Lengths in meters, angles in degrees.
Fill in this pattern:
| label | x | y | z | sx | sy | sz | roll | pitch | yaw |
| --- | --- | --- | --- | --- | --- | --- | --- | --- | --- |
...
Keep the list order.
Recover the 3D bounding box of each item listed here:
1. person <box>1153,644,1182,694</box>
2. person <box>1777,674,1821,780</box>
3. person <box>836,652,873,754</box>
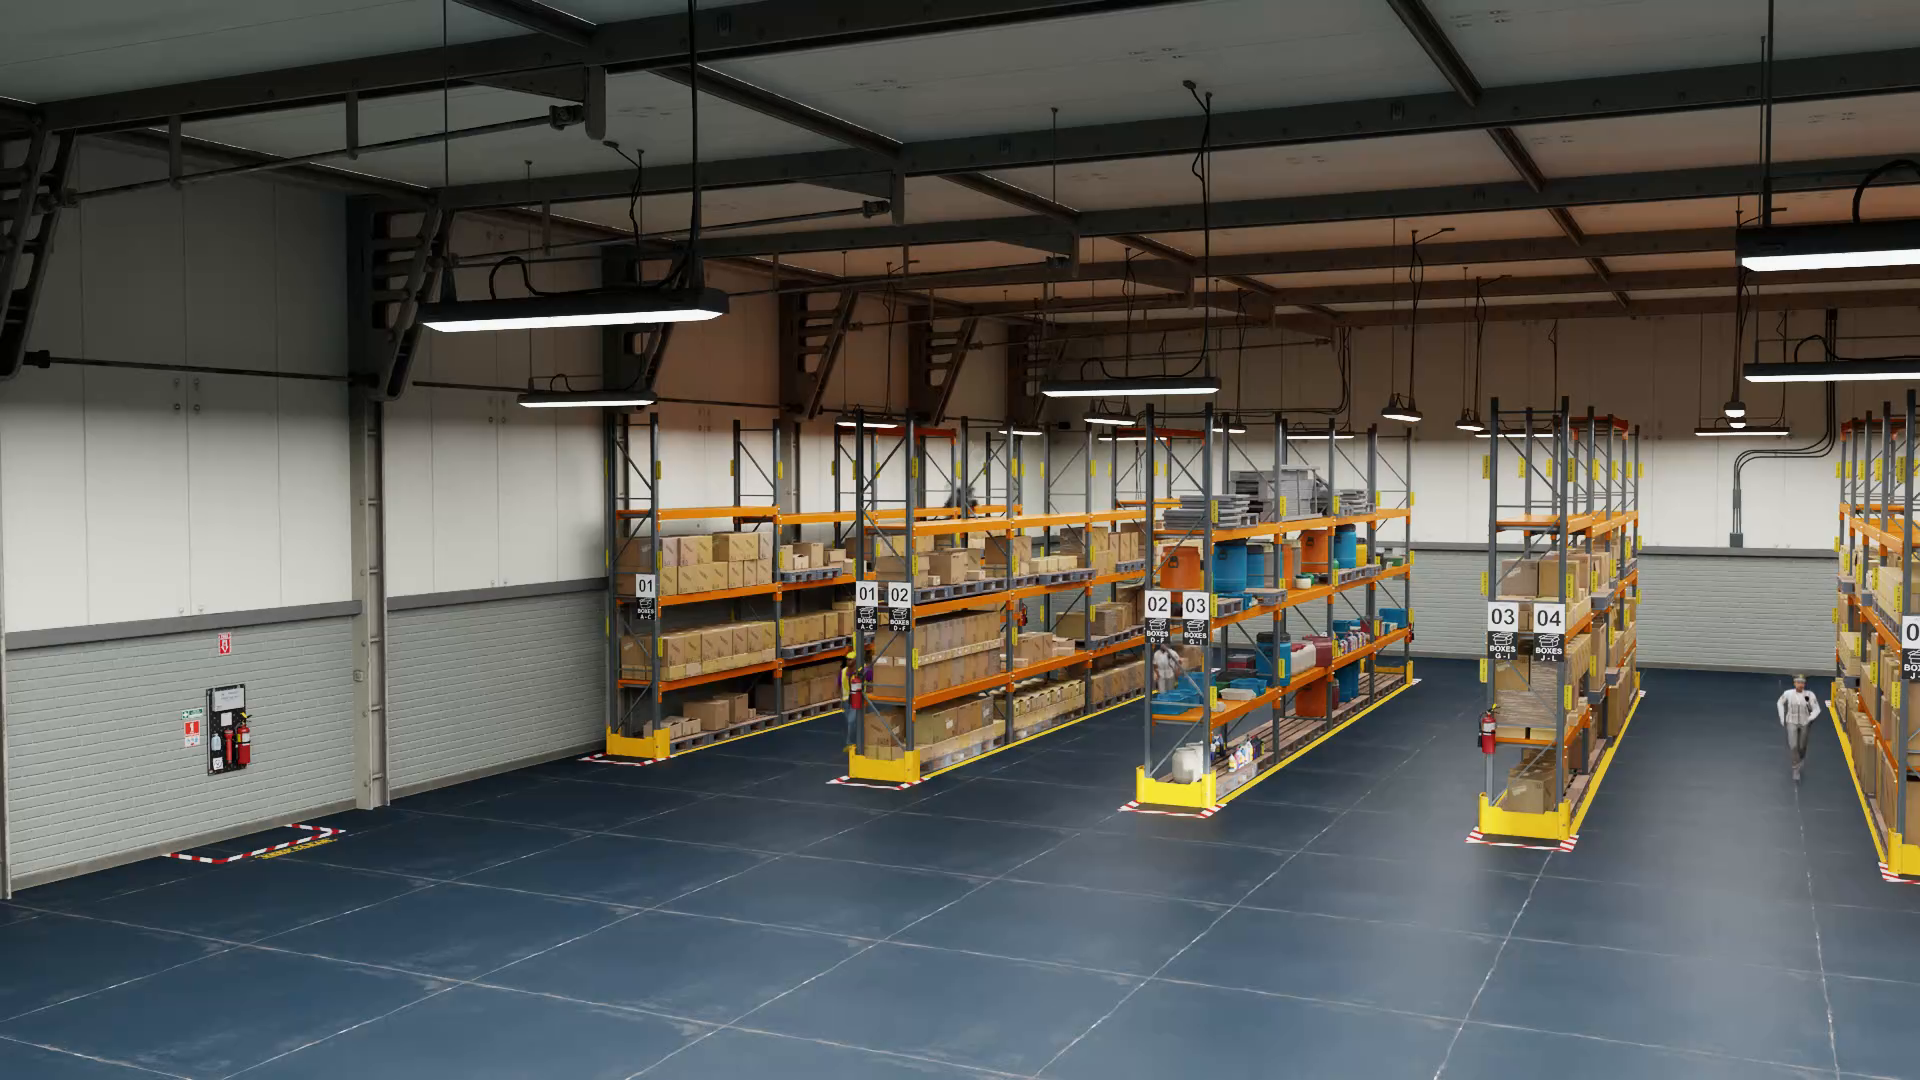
| label | x | y | z | sx | sy | sz | roll | pitch | yaw |
| --- | --- | --- | --- | --- | --- | --- | --- | --- | --- |
| person | 4.183 | 2.789 | 33.651 | 0.606 | 1.656 | 0.668 | 1 | 3 | 18 |
| person | 13.731 | 3.045 | 27.232 | 0.631 | 1.739 | 0.827 | 1 | 3 | 25 |
| person | -1.885 | 2.879 | 29.700 | 0.693 | 1.766 | 0.934 | 1 | 3 | 28 |
